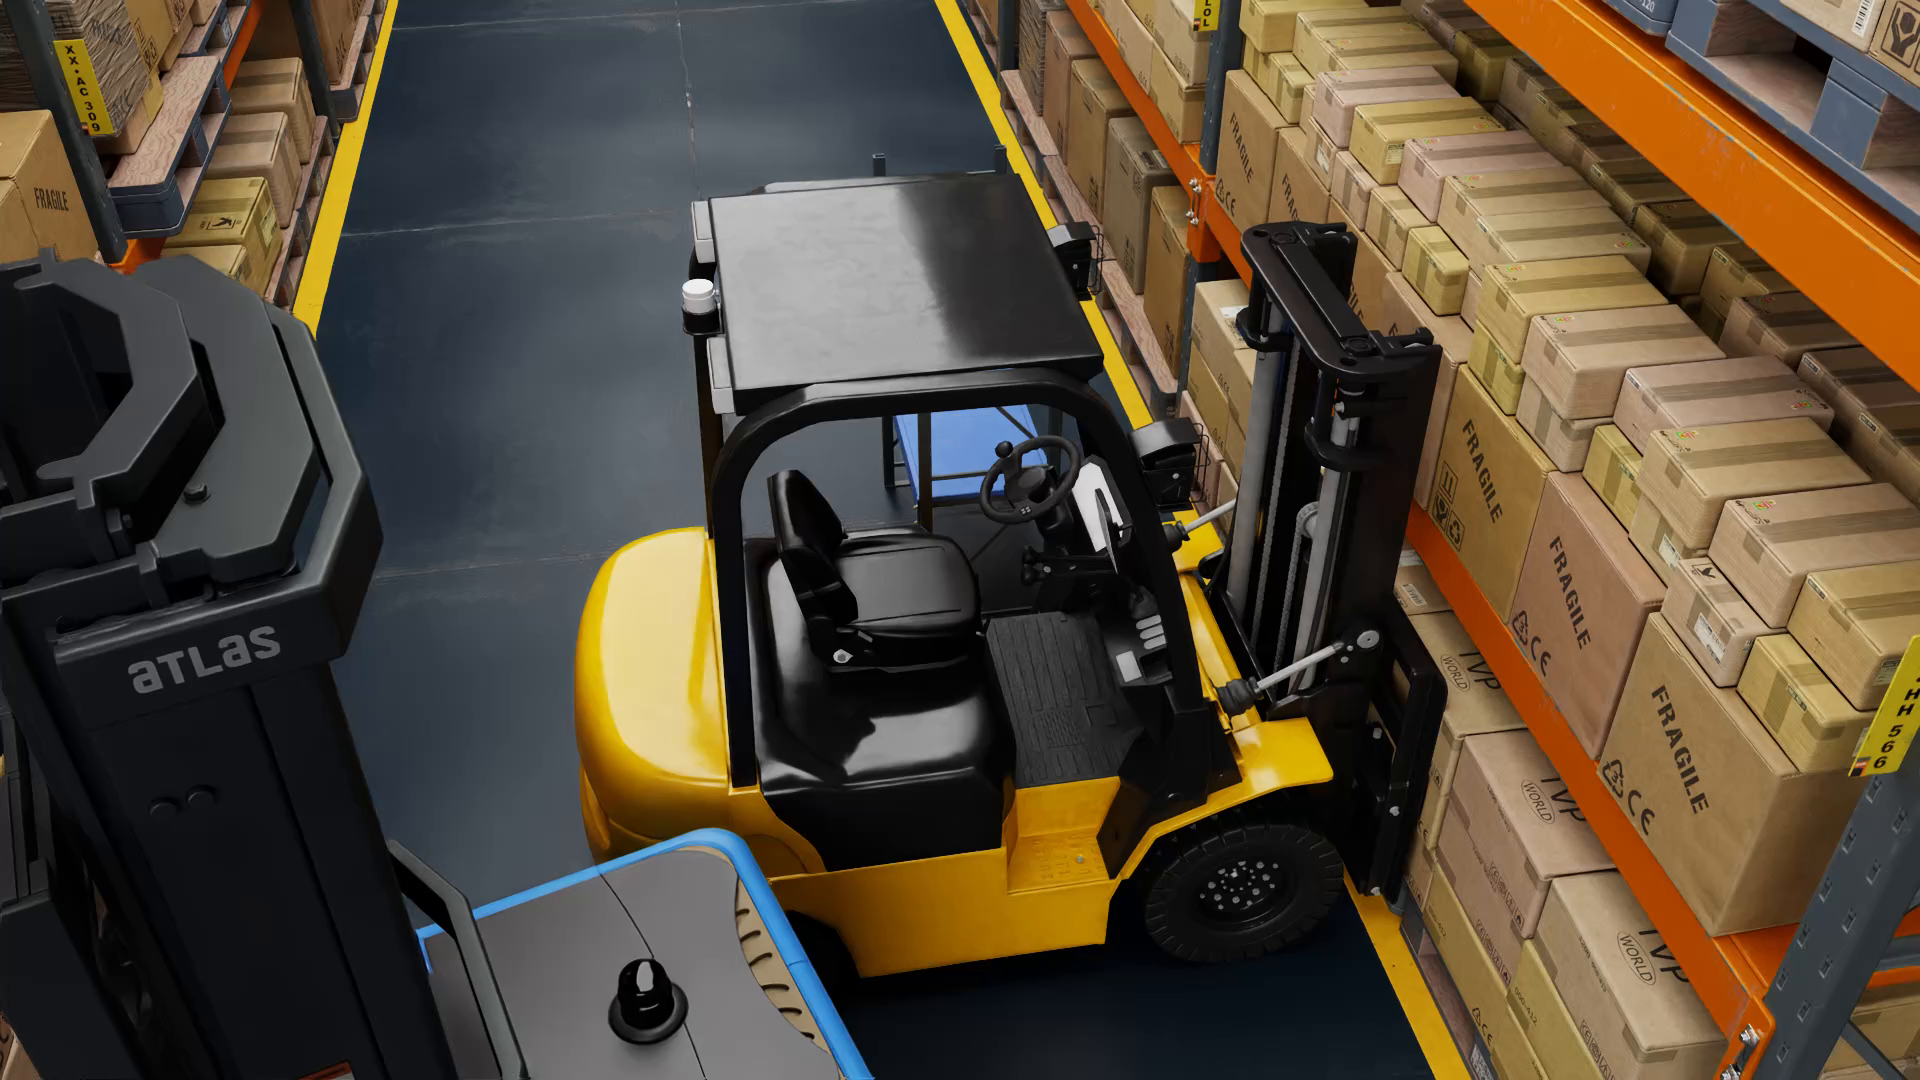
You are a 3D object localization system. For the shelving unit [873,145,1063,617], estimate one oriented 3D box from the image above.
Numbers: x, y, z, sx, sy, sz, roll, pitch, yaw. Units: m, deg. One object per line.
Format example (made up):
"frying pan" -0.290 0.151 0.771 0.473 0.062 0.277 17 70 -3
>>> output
"shelving unit" 0.015 -0.541 6.224 0.538 1.500 1.048 -6 38 -8

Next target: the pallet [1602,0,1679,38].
"pallet" 1.819 -1.537 3.911 1.003 0.211 1.213 -6 38 -8

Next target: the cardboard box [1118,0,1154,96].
"cardboard box" 0.994 -2.155 7.202 0.500 0.250 0.500 -6 38 -8

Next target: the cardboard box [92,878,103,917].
"cardboard box" -2.810 1.082 4.811 0.500 0.250 0.500 -4 38 -5

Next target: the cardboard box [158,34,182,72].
"cardboard box" -3.402 -2.008 6.752 0.380 0.149 0.250 -6 38 -7

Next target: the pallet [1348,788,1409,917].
"pallet" 1.749 0.689 5.691 1.003 0.211 1.213 -6 38 -8

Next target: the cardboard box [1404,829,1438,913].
"cardboard box" 1.585 0.846 5.115 0.500 0.250 0.500 -6 38 -7

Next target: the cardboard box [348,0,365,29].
"cardboard box" -4.345 -3.807 10.595 0.875 0.875 0.875 -6 38 -7

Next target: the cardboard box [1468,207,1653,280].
"cardboard box" 1.590 -0.752 4.420 0.380 0.149 0.250 -6 38 -7

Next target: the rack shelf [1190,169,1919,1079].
"rack shelf" 1.784 -0.143 5.076 1.077 0.370 4.000 -6 38 -8

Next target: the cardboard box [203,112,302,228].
"cardboard box" -3.927 -1.856 8.494 0.950 0.372 0.625 -7 38 -9

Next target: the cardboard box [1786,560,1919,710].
"cardboard box" 1.865 0.174 3.229 0.380 0.149 0.250 -6 38 -8

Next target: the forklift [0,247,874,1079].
"forklift" -1.674 1.053 3.005 3.031 2.935 1.130 -17 41 -21

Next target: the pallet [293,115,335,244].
"pallet" -4.018 -1.942 9.078 1.003 0.211 1.213 -6 38 -8

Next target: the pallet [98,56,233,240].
"pallet" -3.443 -1.501 6.393 1.003 0.211 1.213 -6 38 -8

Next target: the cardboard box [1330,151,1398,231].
"cardboard box" 1.366 -1.084 5.090 0.380 0.149 0.250 -7 38 -8

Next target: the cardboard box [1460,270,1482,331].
"cardboard box" 1.594 -0.627 4.502 0.380 0.149 0.250 -6 38 -8

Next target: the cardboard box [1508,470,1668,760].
"cardboard box" 1.709 0.158 4.020 0.500 0.500 0.500 -5 38 -7

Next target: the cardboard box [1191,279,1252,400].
"cardboard box" 1.210 -0.784 6.398 0.500 0.250 0.500 -7 38 -9

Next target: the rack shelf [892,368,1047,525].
"rack shelf" 0.015 -0.399 6.334 0.538 0.185 1.000 -6 38 -8

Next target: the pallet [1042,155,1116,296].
"pallet" 1.049 -1.713 8.783 1.003 0.211 1.213 -6 38 -8

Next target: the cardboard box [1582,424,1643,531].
"cardboard box" 1.707 -0.160 3.900 0.380 0.149 0.250 -6 38 -8

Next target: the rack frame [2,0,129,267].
"rack frame" -3.452 -1.099 5.720 1.000 3.000 0.127 -6 38 -8

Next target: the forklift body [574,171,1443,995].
"forklift body" 0.007 0.167 4.782 2.313 2.155 1.214 -6 38 -8

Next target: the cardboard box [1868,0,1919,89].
"cardboard box" 1.818 -0.890 2.500 0.500 0.500 0.500 -5 38 -6

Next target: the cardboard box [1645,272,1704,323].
"cardboard box" 2.085 -0.676 4.565 0.380 0.149 0.250 -6 38 -8

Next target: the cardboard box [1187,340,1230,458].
"cardboard box" 1.215 -0.587 6.553 0.500 0.250 0.500 -6 38 -8

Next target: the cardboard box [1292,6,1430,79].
"cardboard box" 1.350 -1.678 5.612 0.380 0.149 0.250 -6 38 -7

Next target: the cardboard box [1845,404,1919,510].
"cardboard box" 2.214 -0.178 3.681 0.380 0.149 0.250 -6 38 -7

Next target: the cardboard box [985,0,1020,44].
"cardboard box" 0.447 -3.462 10.457 0.500 0.500 0.500 -5 38 -7

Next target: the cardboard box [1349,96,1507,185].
"cardboard box" 1.402 -1.202 5.000 0.380 0.149 0.250 -7 38 -9

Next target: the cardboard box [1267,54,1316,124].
"cardboard box" 1.278 -1.554 5.695 0.380 0.149 0.250 -5 38 -7

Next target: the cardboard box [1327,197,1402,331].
"cardboard box" 1.452 -0.760 5.202 0.500 0.500 0.500 -7 38 -8

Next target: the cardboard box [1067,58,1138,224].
"cardboard box" 1.069 -2.101 8.602 0.875 0.625 0.625 -8 39 -10

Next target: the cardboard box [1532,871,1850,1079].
"cardboard box" 1.747 1.061 4.023 0.500 0.250 0.500 -5 38 -6

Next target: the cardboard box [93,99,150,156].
"cardboard box" -3.238 -1.534 6.142 0.380 0.149 0.250 -6 38 -7

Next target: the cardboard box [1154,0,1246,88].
"cardboard box" 1.096 -2.043 6.649 0.500 0.250 0.500 -7 38 -9

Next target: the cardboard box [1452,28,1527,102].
"cardboard box" 1.850 -1.574 5.478 0.380 0.149 0.250 -7 38 -8

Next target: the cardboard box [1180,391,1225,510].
"cardboard box" 1.193 -0.388 6.703 0.500 0.250 0.500 -6 38 -7

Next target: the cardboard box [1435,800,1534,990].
"cardboard box" 1.665 0.939 4.588 0.500 0.250 0.500 -7 38 -8

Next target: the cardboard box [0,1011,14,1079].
"cardboard box" -2.721 1.094 4.184 0.500 0.500 0.500 -8 38 -10

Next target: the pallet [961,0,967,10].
"pallet" 0.428 -4.140 11.908 1.003 0.211 1.213 -6 38 -8

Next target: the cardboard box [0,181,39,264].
"cardboard box" -3.033 -0.704 4.888 0.500 0.500 0.500 -5 38 -6

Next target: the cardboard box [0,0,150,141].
"cardboard box" -3.252 -1.736 5.873 0.500 0.500 0.500 -5 38 -7

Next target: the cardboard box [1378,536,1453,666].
"cardboard box" 1.472 0.143 5.205 0.500 0.250 0.500 -7 38 -9

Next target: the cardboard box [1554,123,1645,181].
"cardboard box" 1.980 -1.111 4.883 0.380 0.149 0.250 -7 38 -8

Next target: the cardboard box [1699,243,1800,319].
"cardboard box" 2.165 -0.655 4.295 0.380 0.149 0.250 -7 38 -9

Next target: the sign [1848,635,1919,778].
"sign" 1.598 0.280 2.808 0.100 0.325 0.005 -6 38 -8

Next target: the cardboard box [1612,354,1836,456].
"cardboard box" 1.748 -0.285 3.820 0.380 0.149 0.250 -6 38 -8

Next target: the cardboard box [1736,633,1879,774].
"cardboard box" 1.798 0.306 3.301 0.380 0.149 0.250 -6 38 -7
